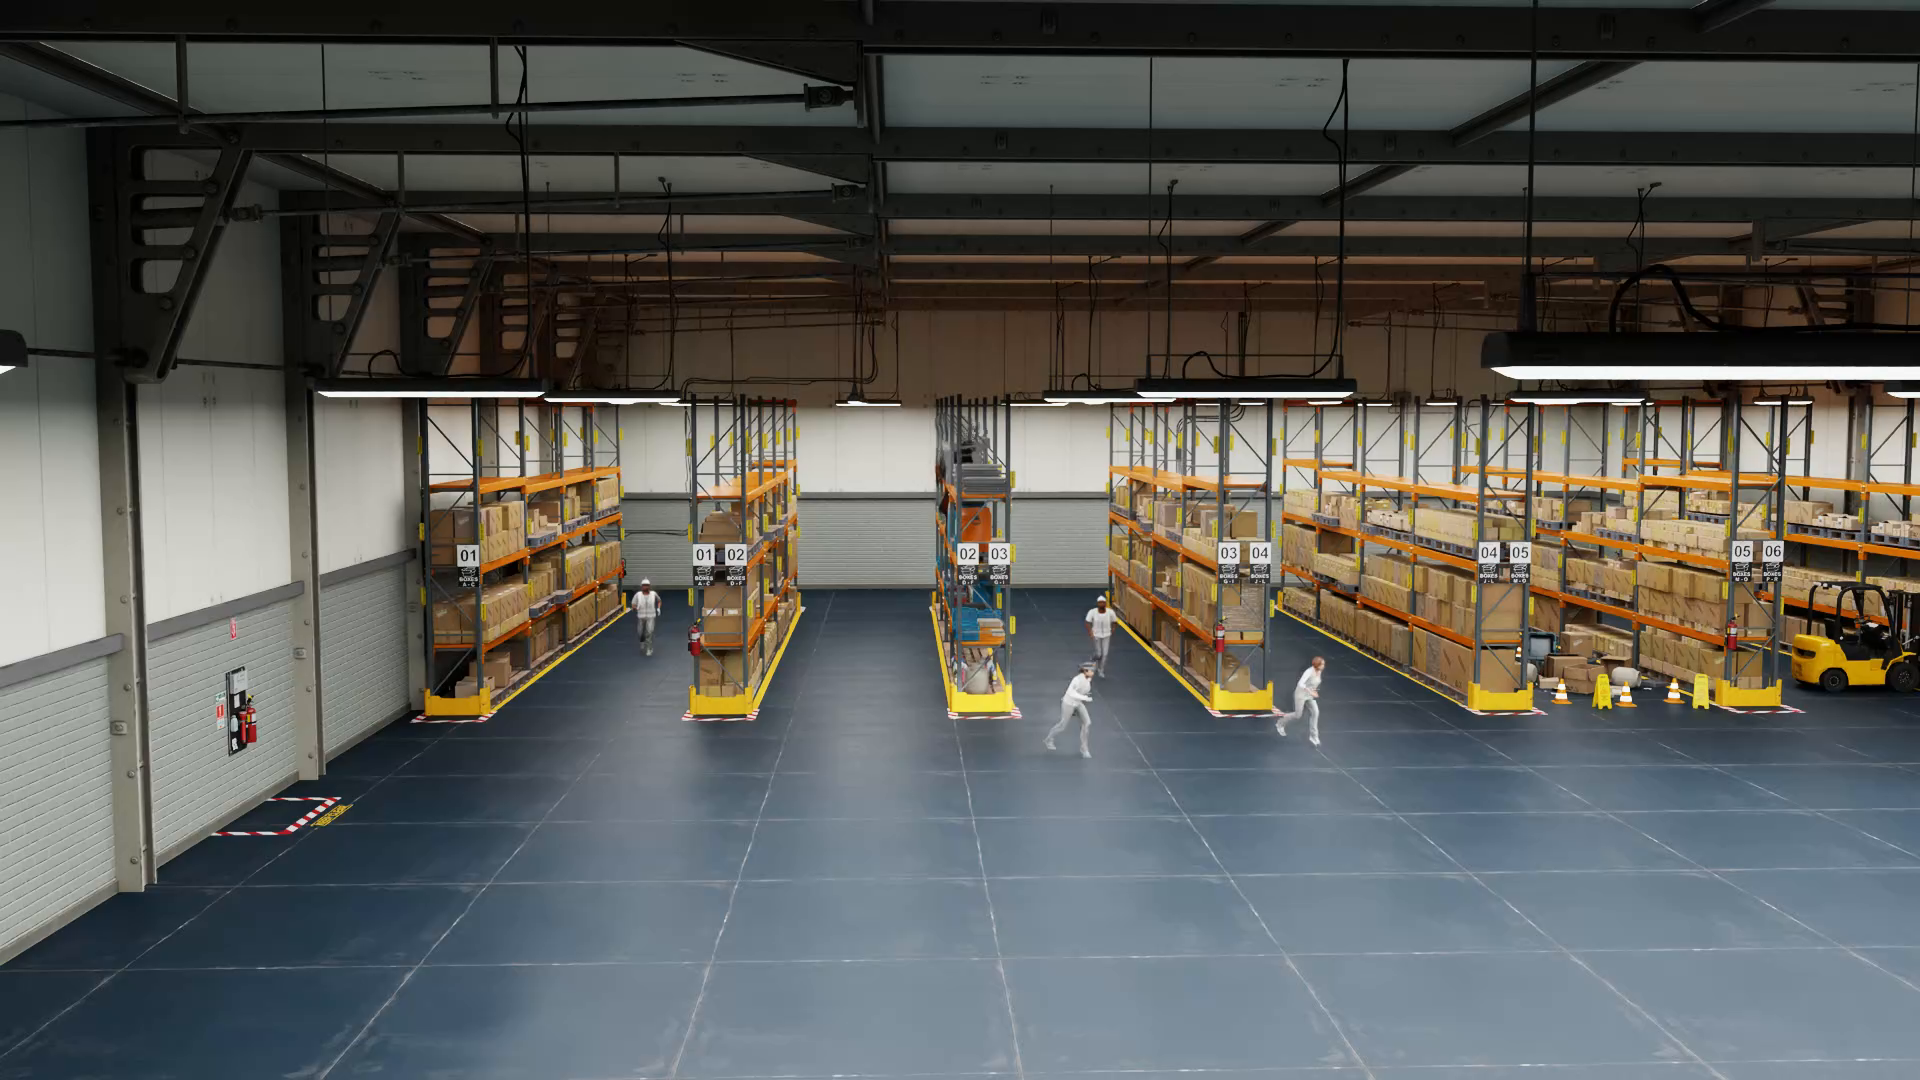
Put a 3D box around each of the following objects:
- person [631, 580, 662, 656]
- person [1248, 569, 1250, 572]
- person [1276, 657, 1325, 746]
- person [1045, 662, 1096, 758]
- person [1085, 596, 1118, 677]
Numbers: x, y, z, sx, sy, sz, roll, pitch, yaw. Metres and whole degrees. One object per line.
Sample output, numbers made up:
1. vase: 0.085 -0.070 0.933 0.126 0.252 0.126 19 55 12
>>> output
1. person: -7.293 1.801 38.697 0.701 1.758 0.892 -1 5 -10
2. person: 8.050 1.342 45.205 0.554 1.660 0.632 0 5 5
3. person: 5.846 2.735 28.562 0.920 1.546 0.576 4 6 40
4. person: 1.846 2.796 27.547 0.922 1.622 0.657 3 5 35
5. person: 3.046 2.062 35.647 0.690 1.734 0.624 0 5 -4
